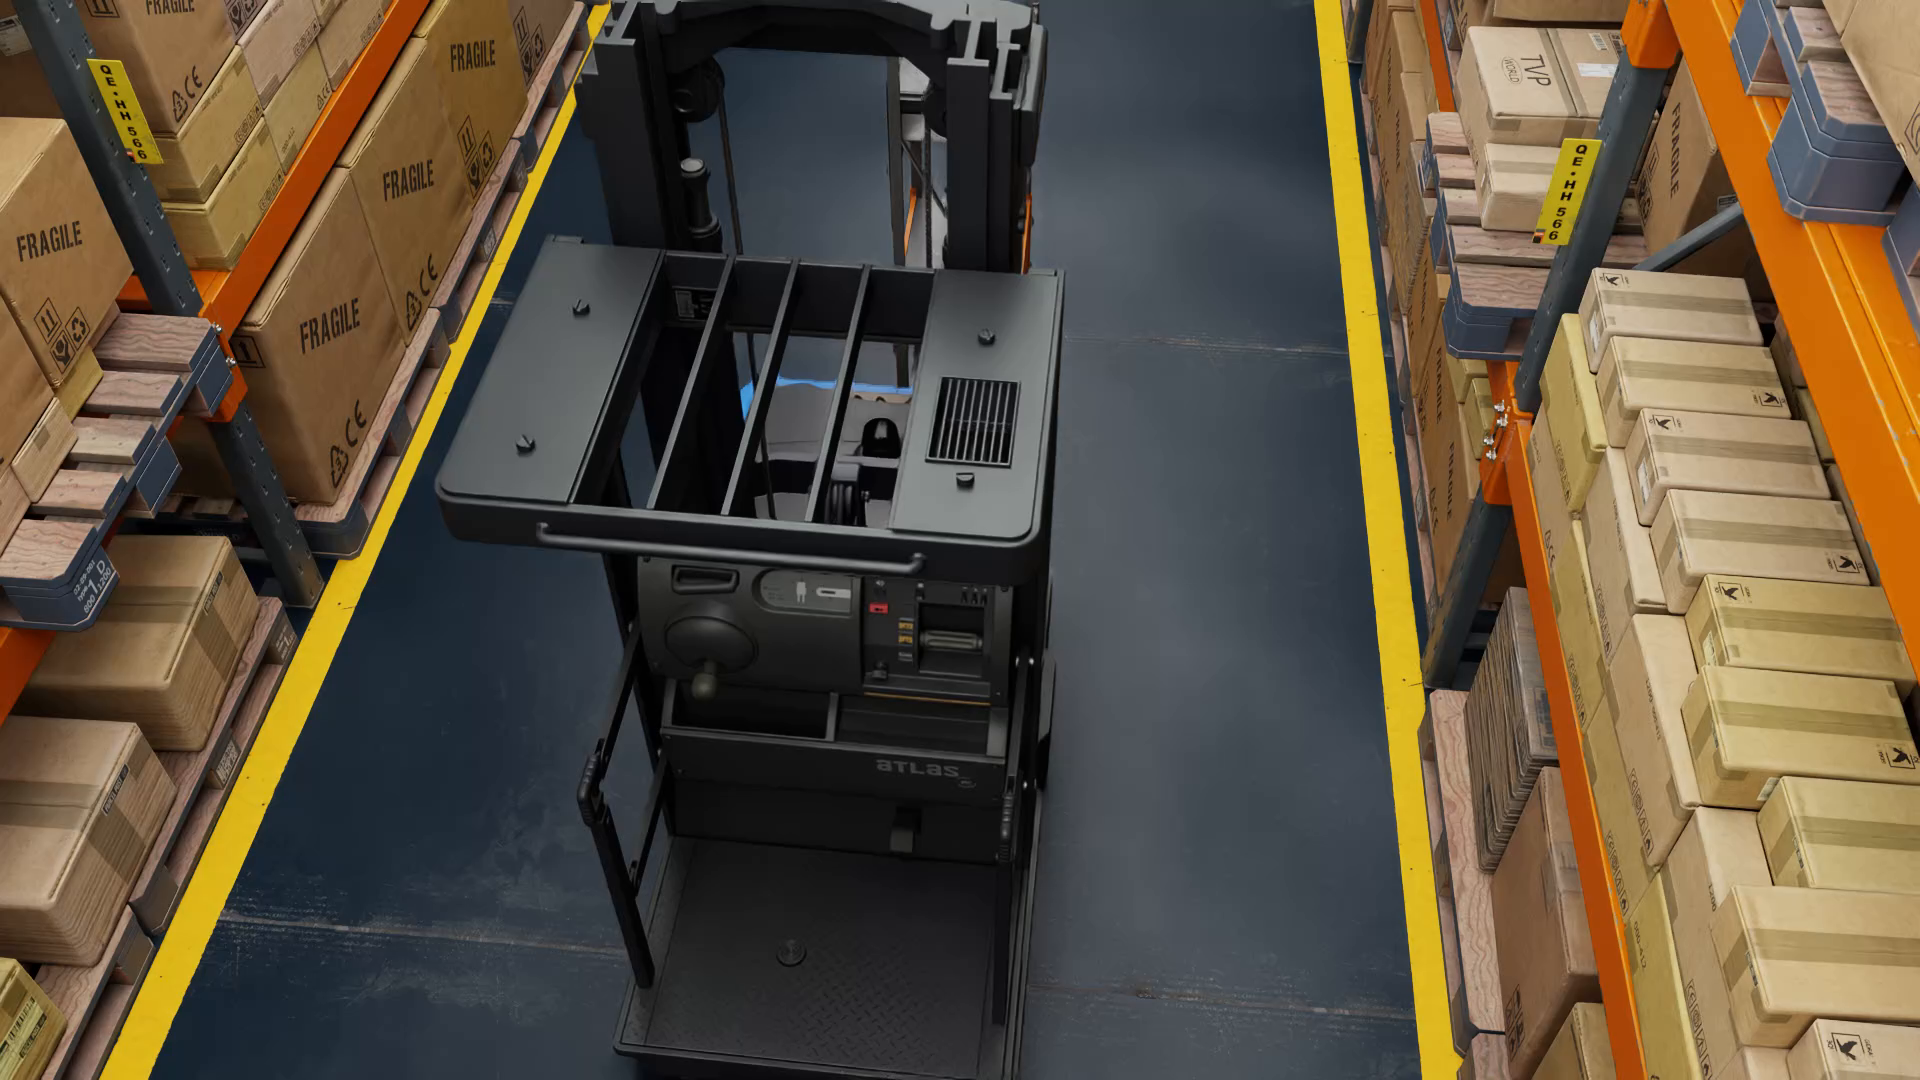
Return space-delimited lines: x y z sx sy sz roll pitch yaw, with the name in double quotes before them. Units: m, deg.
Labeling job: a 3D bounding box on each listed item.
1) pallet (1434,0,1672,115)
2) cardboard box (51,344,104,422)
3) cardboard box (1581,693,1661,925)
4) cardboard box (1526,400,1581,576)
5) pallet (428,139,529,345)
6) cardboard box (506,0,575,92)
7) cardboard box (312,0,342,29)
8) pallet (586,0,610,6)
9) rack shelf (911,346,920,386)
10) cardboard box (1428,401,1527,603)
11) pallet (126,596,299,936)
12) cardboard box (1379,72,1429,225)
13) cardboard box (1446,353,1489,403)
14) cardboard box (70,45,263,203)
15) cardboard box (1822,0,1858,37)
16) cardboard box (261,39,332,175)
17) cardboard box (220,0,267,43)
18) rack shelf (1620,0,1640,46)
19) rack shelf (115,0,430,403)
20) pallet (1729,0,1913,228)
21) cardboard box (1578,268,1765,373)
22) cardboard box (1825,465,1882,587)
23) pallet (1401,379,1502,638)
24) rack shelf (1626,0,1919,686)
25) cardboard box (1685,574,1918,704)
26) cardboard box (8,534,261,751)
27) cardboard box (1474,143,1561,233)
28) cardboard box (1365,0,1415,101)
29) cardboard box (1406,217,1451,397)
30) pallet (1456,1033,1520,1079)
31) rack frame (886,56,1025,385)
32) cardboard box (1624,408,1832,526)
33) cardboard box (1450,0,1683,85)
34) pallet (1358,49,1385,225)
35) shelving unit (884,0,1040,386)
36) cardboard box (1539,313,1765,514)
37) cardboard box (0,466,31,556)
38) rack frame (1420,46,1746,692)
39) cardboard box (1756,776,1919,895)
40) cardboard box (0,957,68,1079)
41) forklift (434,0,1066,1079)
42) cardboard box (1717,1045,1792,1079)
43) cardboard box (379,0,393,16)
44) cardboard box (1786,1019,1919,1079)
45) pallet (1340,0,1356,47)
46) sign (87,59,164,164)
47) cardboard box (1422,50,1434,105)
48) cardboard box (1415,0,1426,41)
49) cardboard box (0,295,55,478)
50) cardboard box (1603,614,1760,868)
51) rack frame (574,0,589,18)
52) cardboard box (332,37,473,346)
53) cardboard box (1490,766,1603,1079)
"pallet" 2.287 -1.869 6.057 1.003 0.211 1.213 4 48 4
"cardboard box" -2.577 -0.434 4.500 0.380 0.149 0.250 5 48 4
"cardboard box" 1.740 0.604 3.766 0.500 0.250 0.500 2 48 2
"cardboard box" 1.830 -0.144 4.451 0.500 0.250 0.500 4 48 4
"pallet" -2.569 -1.363 7.353 1.003 0.211 1.213 4 48 4
"cardboard box" -2.442 -2.738 7.877 0.875 0.875 0.875 5 48 5
"cardboard box" -2.431 -2.054 5.859 0.500 0.250 0.500 4 48 3
"pallet" -2.318 -3.387 9.205 1.003 0.211 1.213 4 48 4
"rack shelf" 0.015 -0.349 6.113 0.431 0.518 0.480 4 48 4
"cardboard box" 1.939 -0.128 5.743 0.500 0.500 0.500 5 48 5
"pallet" -2.902 0.680 5.485 1.003 0.211 1.213 4 48 4
"cardboard box" 2.122 -1.643 7.129 0.500 0.500 0.500 3 48 2
"cardboard box" 1.901 -0.604 5.740 0.380 0.149 0.250 2 48 2
"cardboard box" -2.537 -1.309 5.178 0.500 0.250 0.500 4 48 3
"cardboard box" 1.805 -1.210 2.871 0.500 0.500 0.500 4 48 4
"cardboard box" -2.505 -1.506 5.696 0.500 0.250 0.500 3 48 2
"cardboard box" -2.505 -1.918 5.226 0.500 0.500 0.500 4 48 4
"rack shelf" 2.296 -2.744 5.181 1.077 0.370 4.000 4 48 4
"rack shelf" -2.647 -2.062 6.591 1.077 0.370 4.000 4 48 4
"pallet" 2.141 -0.948 3.180 1.213 0.211 1.003 6 48 5
"cardboard box" 1.792 -0.543 4.206 0.380 0.149 0.250 5 48 5
"cardboard box" 2.305 0.102 3.887 0.500 0.250 0.500 4 48 4
"pallet" 2.220 -0.109 6.207 1.003 0.211 1.213 4 48 4
"rack shelf" 1.932 0.196 2.493 1.077 0.370 4.000 4 48 4
"cardboard box" 1.766 0.224 3.505 0.380 0.149 0.250 4 48 4
"cardboard box" -2.891 0.324 5.417 0.950 0.372 0.625 1 48 1
"cardboard box" 1.792 -1.070 5.081 0.380 0.149 0.250 5 48 4
"cardboard box" 2.210 -2.402 7.823 0.500 0.500 0.500 6 48 5
"cardboard box" 2.040 -0.880 6.431 0.500 0.500 0.500 6 48 5
"pallet" 1.886 1.933 4.339 1.003 0.211 1.213 4 48 4
"rack frame" -0.007 -0.651 5.422 0.400 2.100 0.015 4 48 4
"cardboard box" 1.771 -0.156 3.852 0.380 0.149 0.250 5 48 5
"cardboard box" 2.079 -1.893 5.594 0.797 0.503 0.637 3 48 3
"pallet" 2.442 -1.902 7.847 1.003 0.211 1.213 4 48 4
"shelving unit" 0.015 -0.830 5.586 0.431 2.100 0.503 4 48 4
"cardboard box" 1.806 -0.315 4.268 0.500 0.250 0.500 4 48 3
"cardboard box" -2.586 -0.061 4.159 0.380 0.149 0.250 2 48 2
"rack frame" 2.114 -0.504 4.679 1.000 3.000 0.127 4 48 4
"cardboard box" 1.757 0.604 3.157 0.380 0.149 0.250 4 48 4
"cardboard box" -3.025 1.424 4.411 0.950 0.372 0.625 5 48 5
"forklift" -0.355 0.325 3.966 1.130 2.935 3.031 5 48 4
"cardboard box" 1.632 1.185 2.896 0.500 0.250 0.500 5 48 4
"cardboard box" -2.410 -2.254 6.380 0.500 0.250 0.500 4 48 4
"cardboard box" 1.647 0.975 2.818 0.380 0.149 0.250 4 48 4
"pallet" 2.542 -3.007 8.858 1.003 0.211 1.213 4 48 4
"sign" -2.288 -1.170 4.556 0.100 0.325 0.005 4 48 4
"cardboard box" 2.149 -1.934 6.955 0.380 0.149 0.250 4 48 3
"cardboard box" 2.221 -2.317 7.306 0.380 0.149 0.250 2 48 2
"cardboard box" -2.630 -0.378 4.009 0.500 0.500 0.500 3 48 3
"cardboard box" 1.718 0.438 3.579 0.500 0.250 0.500 3 48 3
"rack frame" -2.465 -3.775 7.670 1.000 3.000 0.127 4 48 4
"cardboard box" -2.598 -1.417 6.669 0.875 0.875 0.875 4 48 4
"cardboard box" 1.992 1.093 4.542 0.875 0.625 0.625 5 48 5
